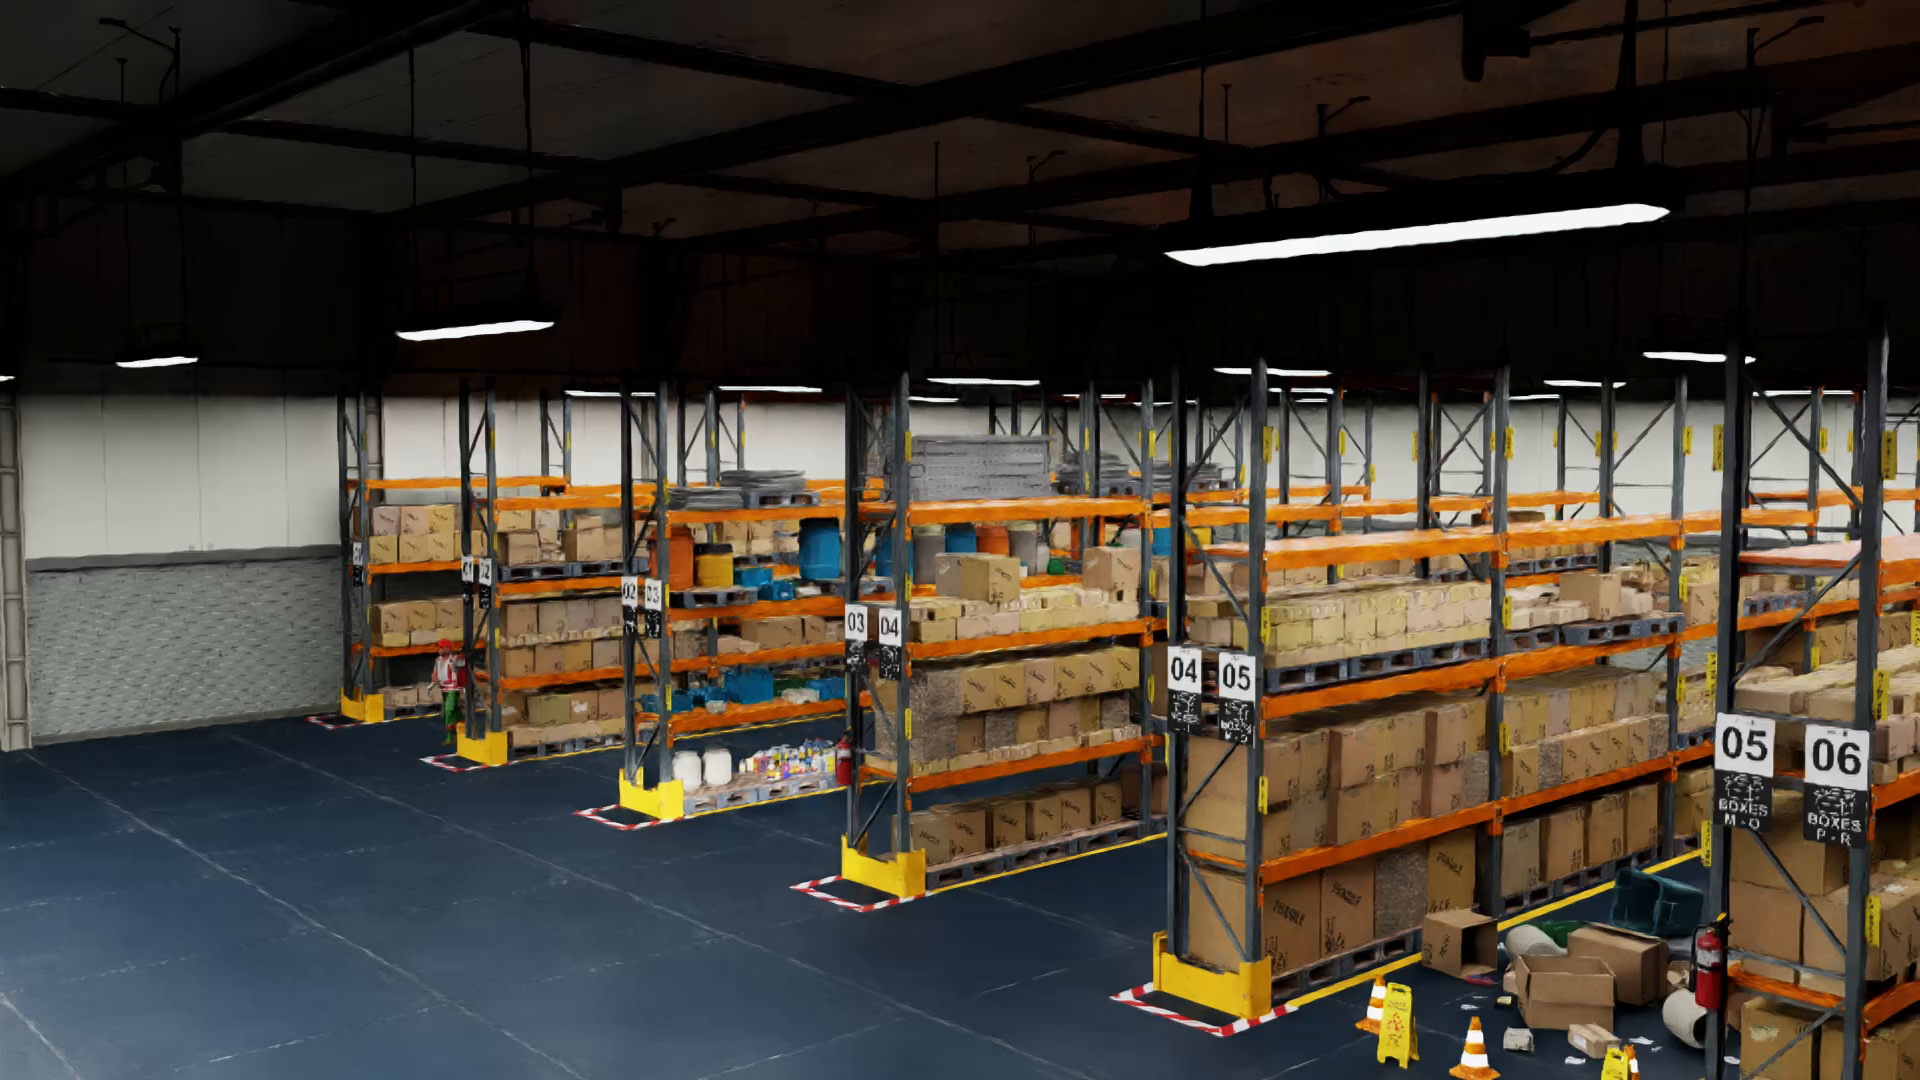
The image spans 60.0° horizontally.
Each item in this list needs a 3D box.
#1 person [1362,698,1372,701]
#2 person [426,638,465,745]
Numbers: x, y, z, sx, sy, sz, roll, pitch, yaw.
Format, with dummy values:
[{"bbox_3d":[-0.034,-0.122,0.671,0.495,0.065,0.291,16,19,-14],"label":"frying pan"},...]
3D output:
[{"bbox_3d":[5.401,2.873,22.293,0.483,1.621,0.995,3,5,40],"label":"person"},{"bbox_3d":[-8.412,2.485,27.530,0.672,1.748,0.776,3,5,35],"label":"person"}]
